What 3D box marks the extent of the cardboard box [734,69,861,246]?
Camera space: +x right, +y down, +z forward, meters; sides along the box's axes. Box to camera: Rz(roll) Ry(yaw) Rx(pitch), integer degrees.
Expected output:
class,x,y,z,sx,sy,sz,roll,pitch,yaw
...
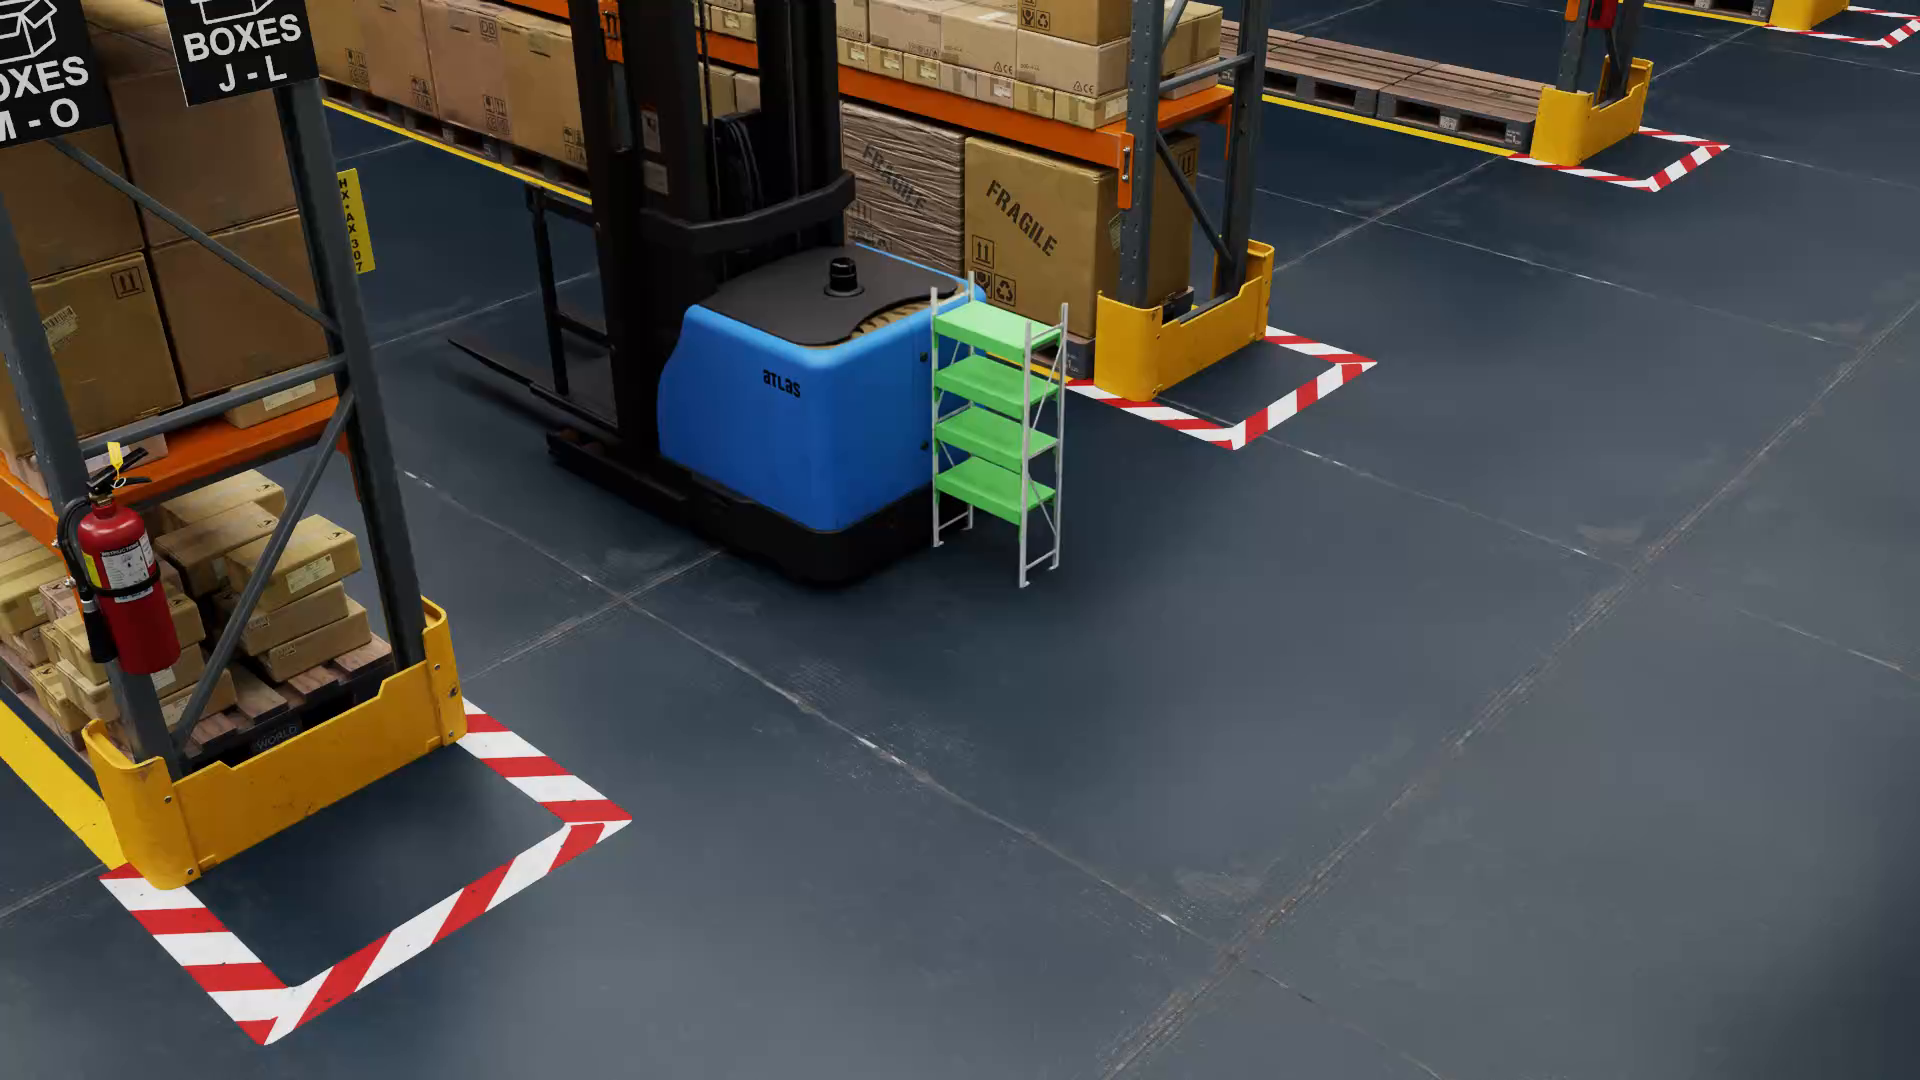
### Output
class,x,y,z,sx,sy,sz,roll,pitch,yaw
cardboard box,-0.699,-2.341,9.884,0.875,0.875,0.875,25,39,35

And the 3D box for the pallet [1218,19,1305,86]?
class,x,y,z,sx,sy,sz,roll,pitch,yaw
pallet,2.093,-4.102,13.859,1.213,0.211,1.003,25,39,35

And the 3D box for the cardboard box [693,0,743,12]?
class,x,y,z,sx,sy,sz,roll,pitch,yaw
cardboard box,-1.264,-3.269,9.628,0.500,0.250,0.500,25,39,35

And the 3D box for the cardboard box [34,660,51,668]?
class,x,y,z,sx,sy,sz,roll,pitch,yaw
cardboard box,-3.166,0.368,6.087,0.250,0.149,0.380,25,39,35

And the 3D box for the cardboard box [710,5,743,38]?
class,x,y,z,sx,sy,sz,roll,pitch,yaw
cardboard box,-1.219,-3.033,9.623,0.250,0.149,0.380,24,38,34

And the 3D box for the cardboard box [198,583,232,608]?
class,x,y,z,sx,sy,sz,roll,pitch,yaw
cardboard box,-2.620,0.122,6.207,0.250,0.149,0.380,25,39,35

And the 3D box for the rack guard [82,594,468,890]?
class,x,y,z,sx,sy,sz,roll,pitch,yaw
rack guard,-2.295,0.648,5.688,0.348,0.500,1.175,25,39,35

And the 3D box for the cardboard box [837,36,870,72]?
class,x,y,z,sx,sy,sz,roll,pitch,yaw
cardboard box,-0.454,-2.677,9.031,0.250,0.149,0.380,26,40,36

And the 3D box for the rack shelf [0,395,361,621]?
class,x,y,z,sx,sy,sz,roll,pitch,yaw
rack shelf,-3.722,-0.780,6.335,4.000,0.370,1.077,25,39,35

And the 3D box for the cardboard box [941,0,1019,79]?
class,x,y,z,sx,sy,sz,roll,pitch,yaw
cardboard box,0.251,-2.563,8.456,0.500,0.250,0.500,24,39,34

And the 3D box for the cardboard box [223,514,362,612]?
class,x,y,z,sx,sy,sz,roll,pitch,yaw
cardboard box,-2.400,0.079,5.990,0.250,0.149,0.380,23,38,33

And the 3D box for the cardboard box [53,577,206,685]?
class,x,y,z,sx,sy,sz,roll,pitch,yaw
cardboard box,-2.802,0.304,5.617,0.250,0.149,0.380,26,39,36

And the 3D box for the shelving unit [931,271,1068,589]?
class,x,y,z,sx,sy,sz,roll,pitch,yaw
shelving unit,0.152,-0.443,6.823,0.503,1.200,0.258,25,39,35

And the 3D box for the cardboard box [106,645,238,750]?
class,x,y,z,sx,sy,sz,roll,pitch,yaw
cardboard box,-2.769,0.543,5.797,0.250,0.149,0.380,26,40,36

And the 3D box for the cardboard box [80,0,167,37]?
class,x,y,z,sx,sy,sz,roll,pitch,yaw
cardboard box,-2.772,-1.424,5.352,0.500,0.500,0.500,26,40,36

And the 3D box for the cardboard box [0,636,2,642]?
class,x,y,z,sx,sy,sz,roll,pitch,yaw
cardboard box,-3.589,0.224,6.327,0.250,0.149,0.380,23,38,33

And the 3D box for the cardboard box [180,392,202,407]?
class,x,y,z,sx,sy,sz,roll,pitch,yaw
cardboard box,-2.476,-0.598,5.579,0.250,0.149,0.380,27,40,37

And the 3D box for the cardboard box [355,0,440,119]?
class,x,y,z,sx,sy,sz,roll,pitch,yaw
cardboard box,-3.614,-3.738,12.204,0.875,0.875,1.225,25,39,35

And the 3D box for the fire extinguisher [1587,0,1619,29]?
class,x,y,z,sx,sy,sz,roll,pitch,yaw
fire extinguisher,4.295,-3.733,10.979,0.183,0.674,0.296,25,39,35

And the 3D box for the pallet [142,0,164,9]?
class,x,y,z,sx,sy,sz,roll,pitch,yaw
pallet,-7.155,-4.947,15.263,1.213,0.211,1.003,25,39,35

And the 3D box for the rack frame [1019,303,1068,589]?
class,x,y,z,sx,sy,sz,roll,pitch,yaw
rack frame,0.333,-0.359,6.683,0.015,1.200,0.240,25,39,35

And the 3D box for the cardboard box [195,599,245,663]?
class,x,y,z,sx,sy,sz,roll,pitch,yaw
cardboard box,-2.662,0.282,6.230,0.250,0.149,0.380,25,39,35

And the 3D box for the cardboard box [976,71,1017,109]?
class,x,y,z,sx,sy,sz,roll,pitch,yaw
cardboard box,0.299,-2.325,8.447,0.250,0.149,0.380,25,39,35

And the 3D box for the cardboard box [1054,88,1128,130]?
class,x,y,z,sx,sy,sz,roll,pitch,yaw
cardboard box,0.679,-2.148,8.153,0.250,0.149,0.380,26,40,36

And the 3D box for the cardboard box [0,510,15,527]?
class,x,y,z,sx,sy,sz,roll,pitch,yaw
cardboard box,-3.613,-0.031,6.174,0.250,0.149,0.380,27,40,37

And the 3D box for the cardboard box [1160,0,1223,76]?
class,x,y,z,sx,sy,sz,roll,pitch,yaw
cardboard box,0.989,-2.590,8.502,0.500,0.250,0.500,24,38,34

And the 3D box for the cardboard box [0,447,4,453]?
class,x,y,z,sx,sy,sz,roll,pitch,yaw
cardboard box,-2.830,-0.394,5.239,0.250,0.149,0.380,25,39,35

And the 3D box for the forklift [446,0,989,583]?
class,x,y,z,sx,sy,sz,roll,pitch,yaw
forklift,-1.303,-1.719,7.263,3.031,2.935,1.130,25,39,35

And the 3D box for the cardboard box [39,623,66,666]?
class,x,y,z,sx,sy,sz,roll,pitch,yaw
cardboard box,-2.980,0.333,5.857,0.250,0.149,0.380,24,38,34

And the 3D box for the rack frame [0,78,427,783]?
class,x,y,z,sx,sy,sz,roll,pitch,yaw
rack frame,-2.239,-0.396,5.000,0.127,3.000,1.000,25,39,35

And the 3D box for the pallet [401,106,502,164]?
class,x,y,z,sx,sy,sz,roll,pitch,yaw
pallet,-3.333,-3.108,12.208,1.213,0.211,1.003,25,39,35

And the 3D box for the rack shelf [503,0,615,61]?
class,x,y,z,sx,sy,sz,roll,pitch,yaw
rack shelf,-3.284,-4.026,11.727,4.000,0.370,1.077,25,39,35

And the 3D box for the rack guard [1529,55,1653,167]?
class,x,y,z,sx,sy,sz,roll,pitch,yaw
rack guard,4.514,-3.078,11.877,0.348,0.500,1.175,25,39,35

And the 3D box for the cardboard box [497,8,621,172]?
class,x,y,z,sx,sy,sz,roll,pitch,yaw
cardboard box,-2.289,-3.126,11.187,0.875,0.875,1.225,25,39,35

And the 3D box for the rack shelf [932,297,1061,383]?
class,x,y,z,sx,sy,sz,roll,pitch,yaw
rack shelf,0.152,-0.800,6.608,0.480,0.148,0.258,25,39,35

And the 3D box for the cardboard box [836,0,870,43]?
class,x,y,z,sx,sy,sz,roll,pitch,yaw
cardboard box,-0.515,-2.918,9.045,0.500,0.250,0.500,25,39,35

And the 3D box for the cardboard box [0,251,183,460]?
class,x,y,z,sx,sy,sz,roll,pitch,yaw
cardboard box,-2.745,-0.624,4.992,0.500,0.500,0.500,26,40,36

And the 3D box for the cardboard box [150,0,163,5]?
class,x,y,z,sx,sy,sz,roll,pitch,yaw
cardboard box,-6.951,-5.135,14.869,0.500,0.500,0.700,25,39,35

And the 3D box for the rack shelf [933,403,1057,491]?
class,x,y,z,sx,sy,sz,roll,pitch,yaw
rack shelf,0.152,-0.388,6.856,0.480,0.148,0.258,25,39,35

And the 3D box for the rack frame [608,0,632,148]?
class,x,y,z,sx,sy,sz,roll,pitch,yaw
rack frame,-1.802,-3.642,10.392,0.127,3.000,1.000,25,39,35

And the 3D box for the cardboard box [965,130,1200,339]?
class,x,y,z,sx,sy,sz,roll,pitch,yaw
cardboard box,0.636,-1.718,8.849,0.875,0.875,0.875,25,39,35

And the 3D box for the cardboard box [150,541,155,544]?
class,x,y,z,sx,sy,sz,roll,pitch,yaw
cardboard box,-2.979,-0.059,6.508,0.250,0.149,0.380,26,40,36

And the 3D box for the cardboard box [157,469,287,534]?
class,x,y,z,sx,sy,sz,roll,pitch,yaw
cardboard box,-2.785,-0.106,6.299,0.250,0.149,0.380,25,39,35

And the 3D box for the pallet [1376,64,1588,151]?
class,x,y,z,sx,sy,sz,roll,pitch,yaw
pallet,3.902,-3.257,12.456,1.213,0.211,1.003,25,39,35

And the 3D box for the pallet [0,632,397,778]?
class,x,y,z,sx,sy,sz,roll,pitch,yaw
pallet,-2.874,0.478,6.252,1.213,0.211,1.003,25,39,35

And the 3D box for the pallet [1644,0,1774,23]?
class,x,y,z,sx,sy,sz,roll,pitch,yaw
pallet,7.166,-5.152,15.603,1.213,0.211,1.003,25,39,35

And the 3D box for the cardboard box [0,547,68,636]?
class,x,y,z,sx,sy,sz,roll,pitch,yaw
cardboard box,-3.227,0.154,5.866,0.250,0.149,0.380,24,39,34

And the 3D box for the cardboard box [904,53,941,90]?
class,x,y,z,sx,sy,sz,roll,pitch,yaw
cardboard box,-0.079,-2.500,8.739,0.250,0.149,0.380,24,39,34

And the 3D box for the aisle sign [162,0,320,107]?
class,x,y,z,sx,sy,sz,roll,pitch,yaw
aisle sign,-1.984,-1.599,4.478,0.004,0.787,0.394,25,39,35
